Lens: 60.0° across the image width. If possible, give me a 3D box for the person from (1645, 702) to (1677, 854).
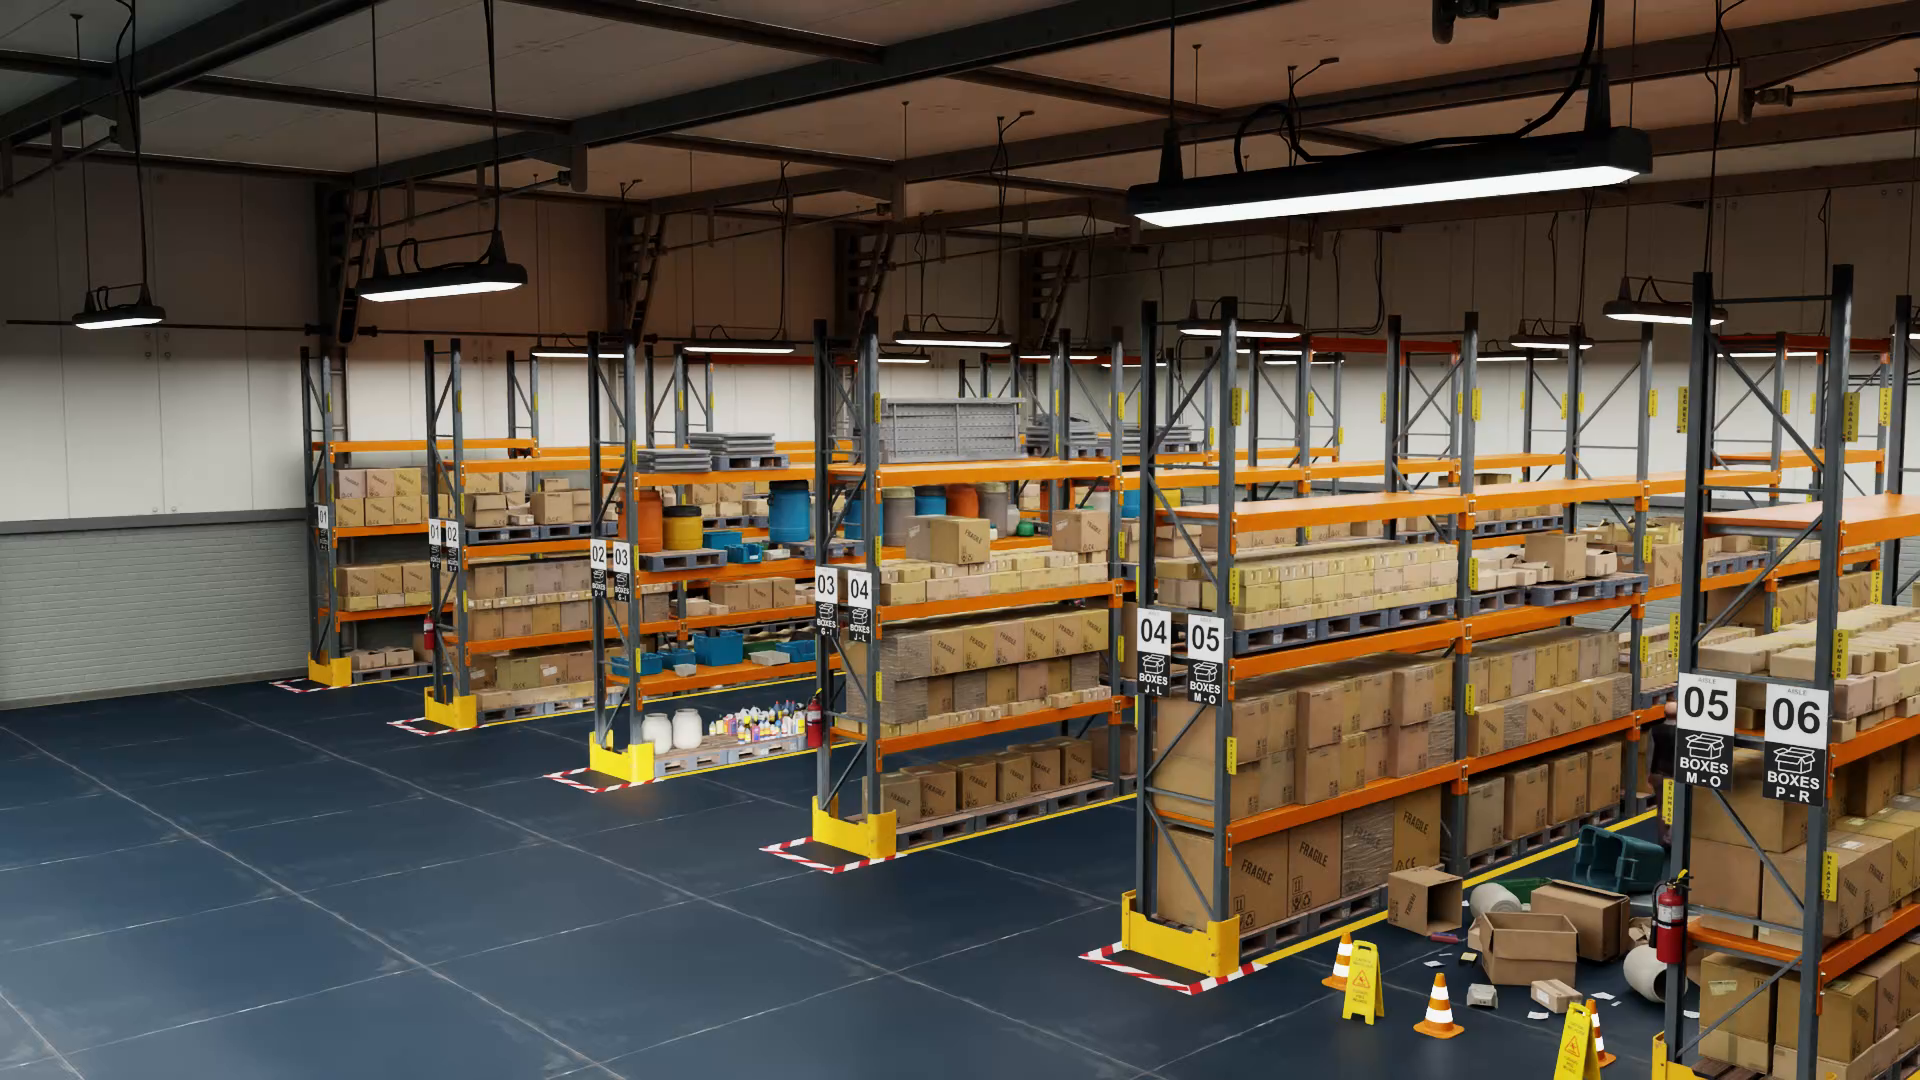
[{"bbox_3d":[7.964,2.675,18.645,0.537,1.720,0.566,-5,7,-44],"label":"person"}]
